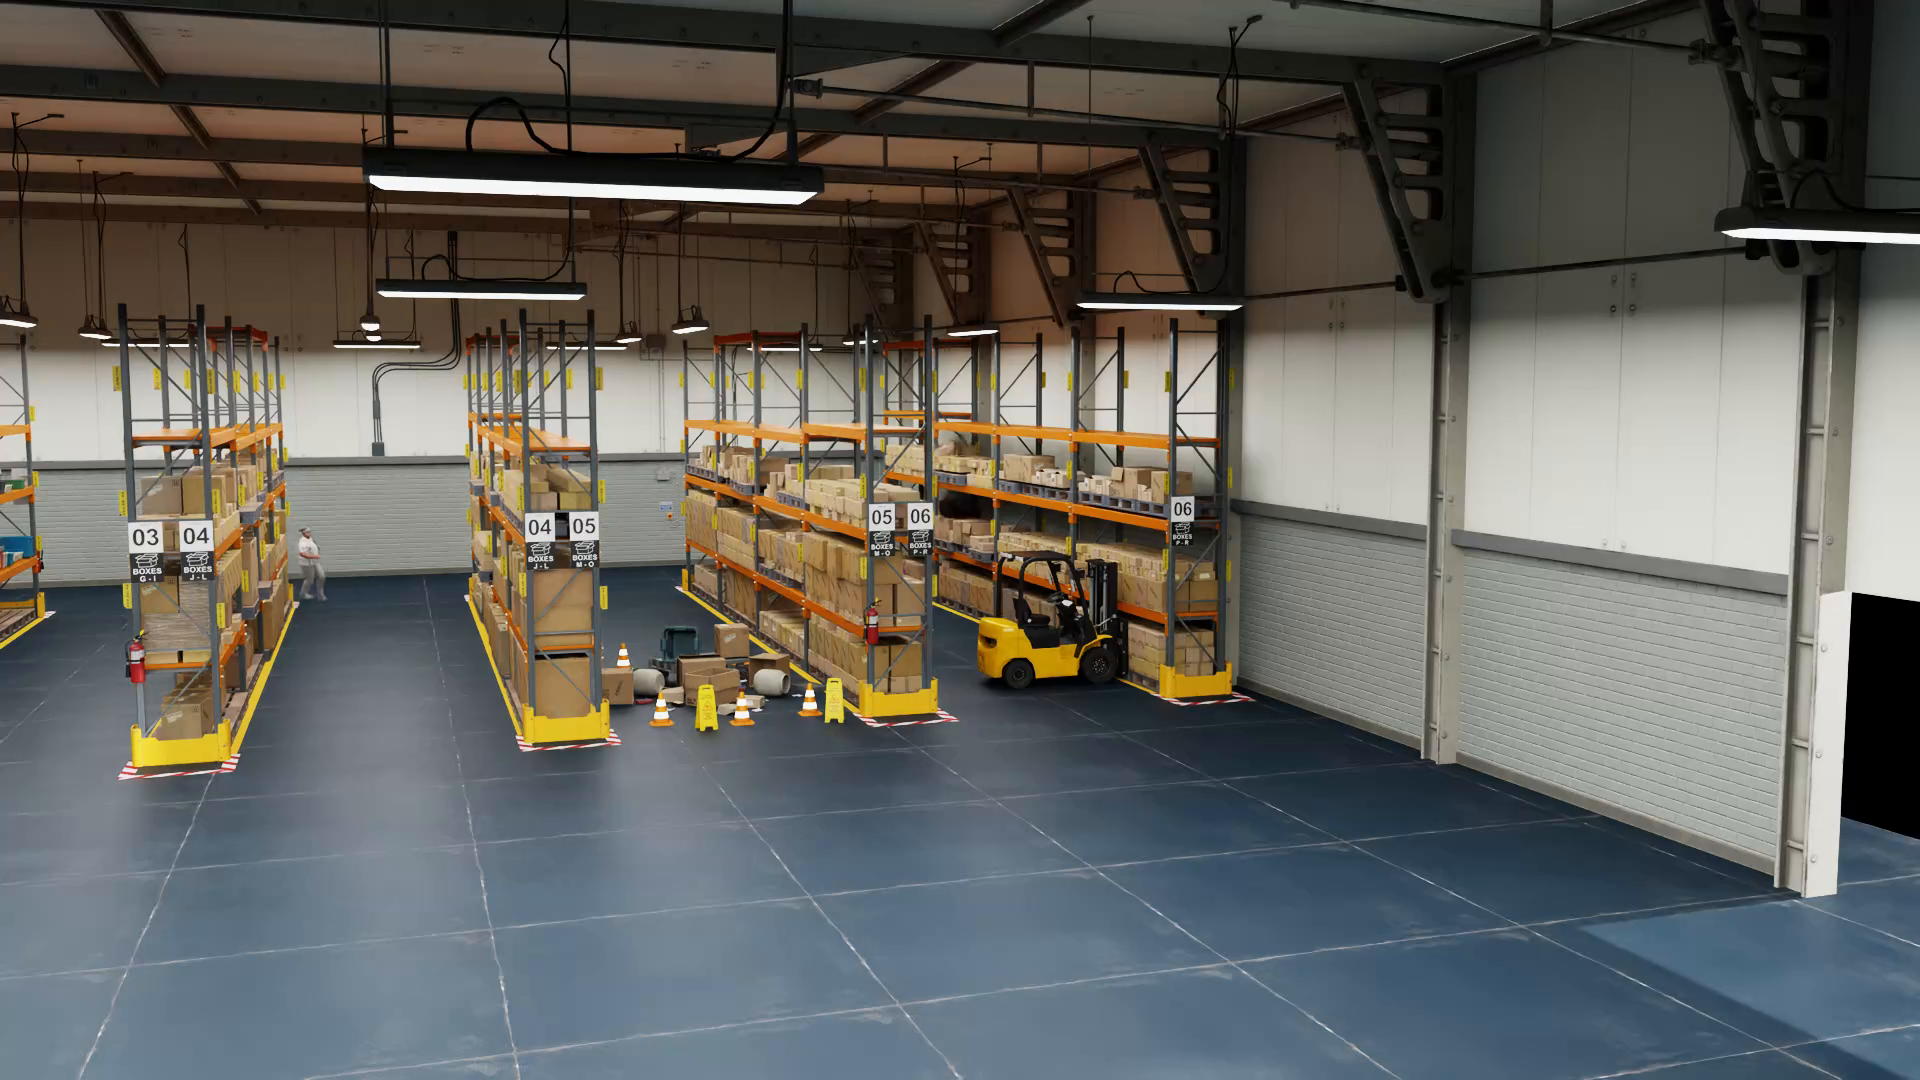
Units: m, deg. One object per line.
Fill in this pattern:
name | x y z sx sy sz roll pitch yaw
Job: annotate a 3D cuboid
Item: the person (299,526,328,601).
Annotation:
person | -14.881 0.568 37.946 0.650 1.815 0.689 1 5 8
